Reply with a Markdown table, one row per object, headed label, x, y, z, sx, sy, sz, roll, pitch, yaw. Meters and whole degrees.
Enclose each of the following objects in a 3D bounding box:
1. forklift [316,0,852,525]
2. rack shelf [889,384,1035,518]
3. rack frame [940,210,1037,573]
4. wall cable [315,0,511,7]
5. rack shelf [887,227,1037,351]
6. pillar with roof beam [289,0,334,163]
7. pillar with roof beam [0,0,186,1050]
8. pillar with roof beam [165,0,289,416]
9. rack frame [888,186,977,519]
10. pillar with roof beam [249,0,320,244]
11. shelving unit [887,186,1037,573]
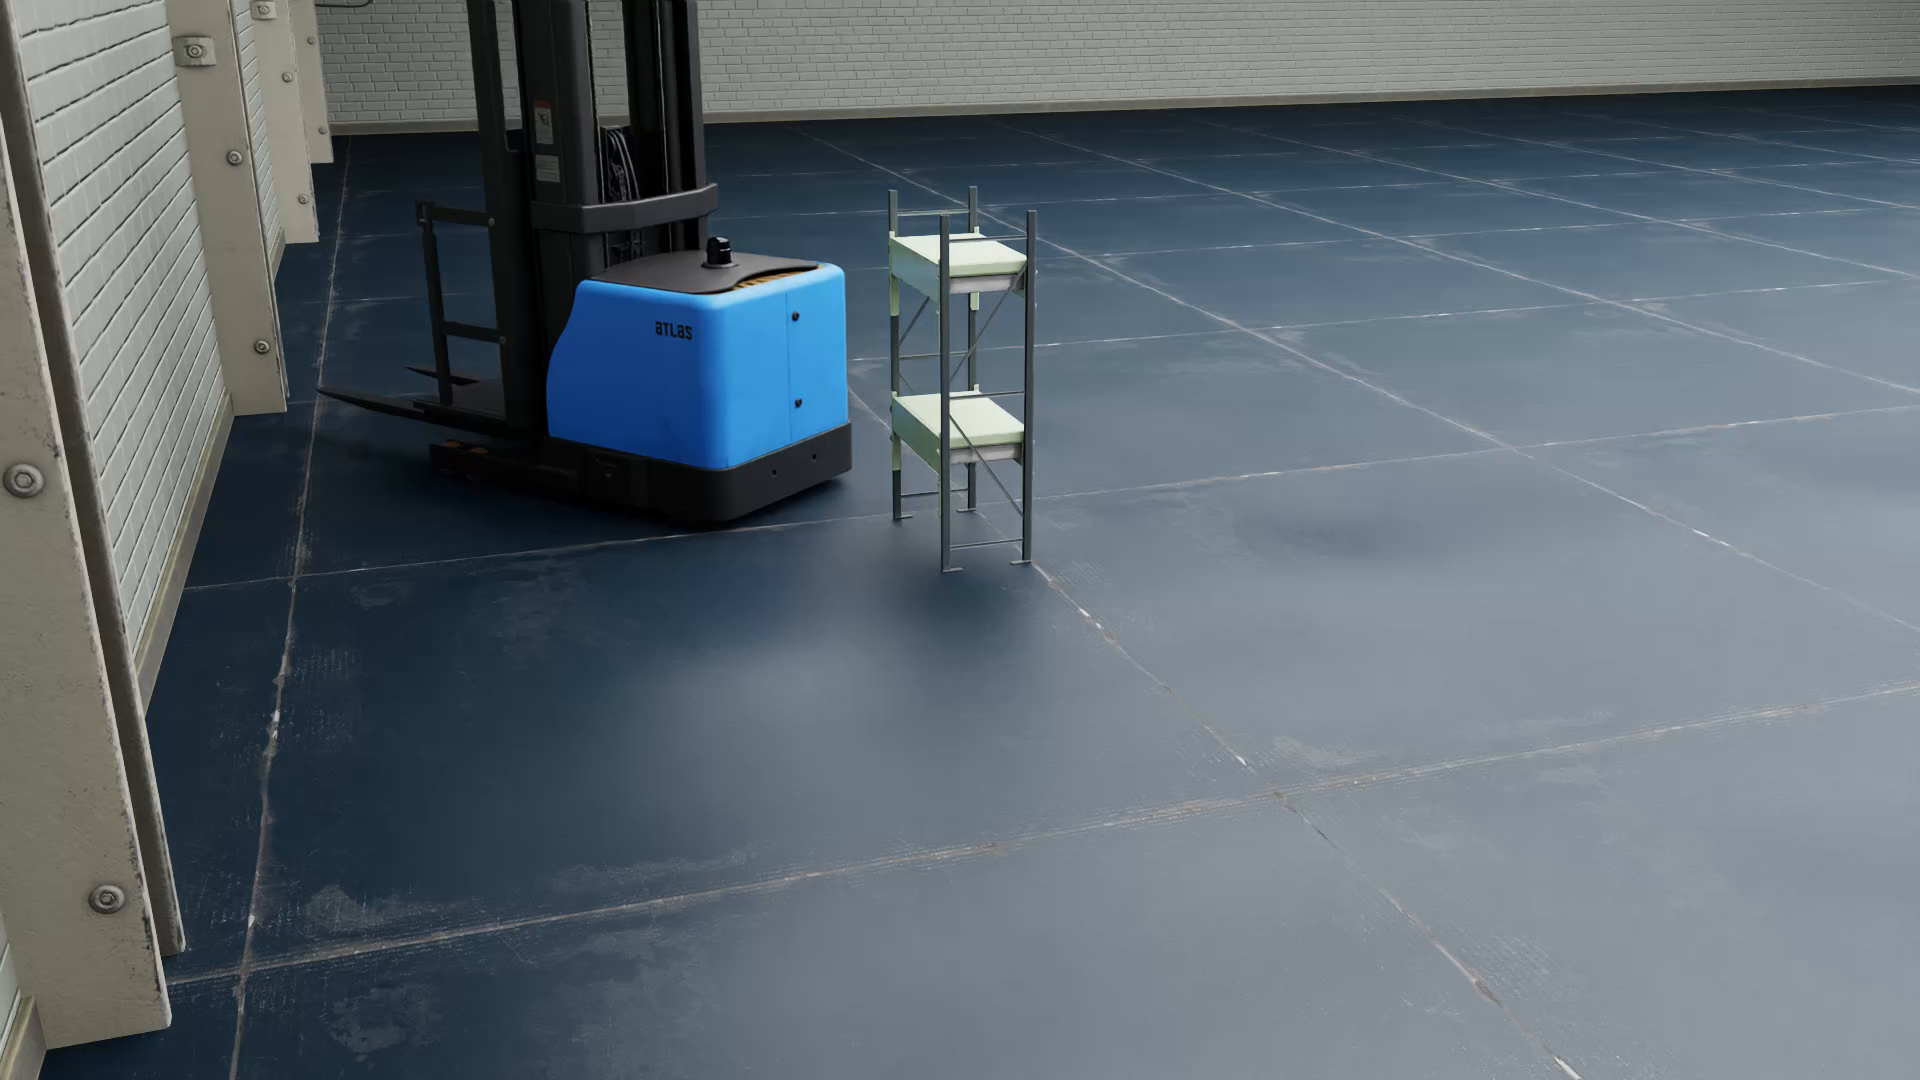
| label | x | y | z | sx | sy | sz | roll | pitch | yaw |
| --- | --- | --- | --- | --- | --- | --- | --- | --- | --- |
| forklift | -2.048 | -1.806 | 8.109 | 3.031 | 2.935 | 1.130 | 12 | 23 | 31 |
| rack shelf | -0.002 | -0.401 | 7.279 | 0.431 | 0.370 | 0.720 | -6 | 21 | -17 |
| rack frame | 0.113 | -0.591 | 6.842 | 0.400 | 1.500 | 0.023 | -6 | 21 | -17 |
| wall cable | -7.478 | -8.486 | 22.323 | 3.097 | 2.526 | 0.112 | -6 | 21 | -17 |
| rack shelf | -0.002 | -1.075 | 7.037 | 0.431 | 0.370 | 0.720 | -6 | 21 | -17 |
| pillar with roof beam | -3.721 | -9.319 | 20.048 | 9.100 | 9.000 | 0.400 | -6 | 21 | -17 |
| pillar with roof beam | 1.937 | -3.542 | 3.966 | 9.100 | 9.000 | 0.400 | -6 | 21 | -17 |
| pillar with roof beam | 0.051 | -5.468 | 9.327 | 9.100 | 9.000 | 0.400 | -6 | 21 | -17 |
| rack frame | -0.117 | -0.825 | 7.496 | 0.400 | 1.500 | 0.023 | -6 | 21 | -17 |
| pillar with roof beam | -1.835 | -7.393 | 14.688 | 9.100 | 9.000 | 0.400 | -6 | 21 | -17 |
| shelving unit | -0.002 | -0.708 | 7.169 | 0.431 | 1.500 | 0.755 | -6 | 21 | -17 |
